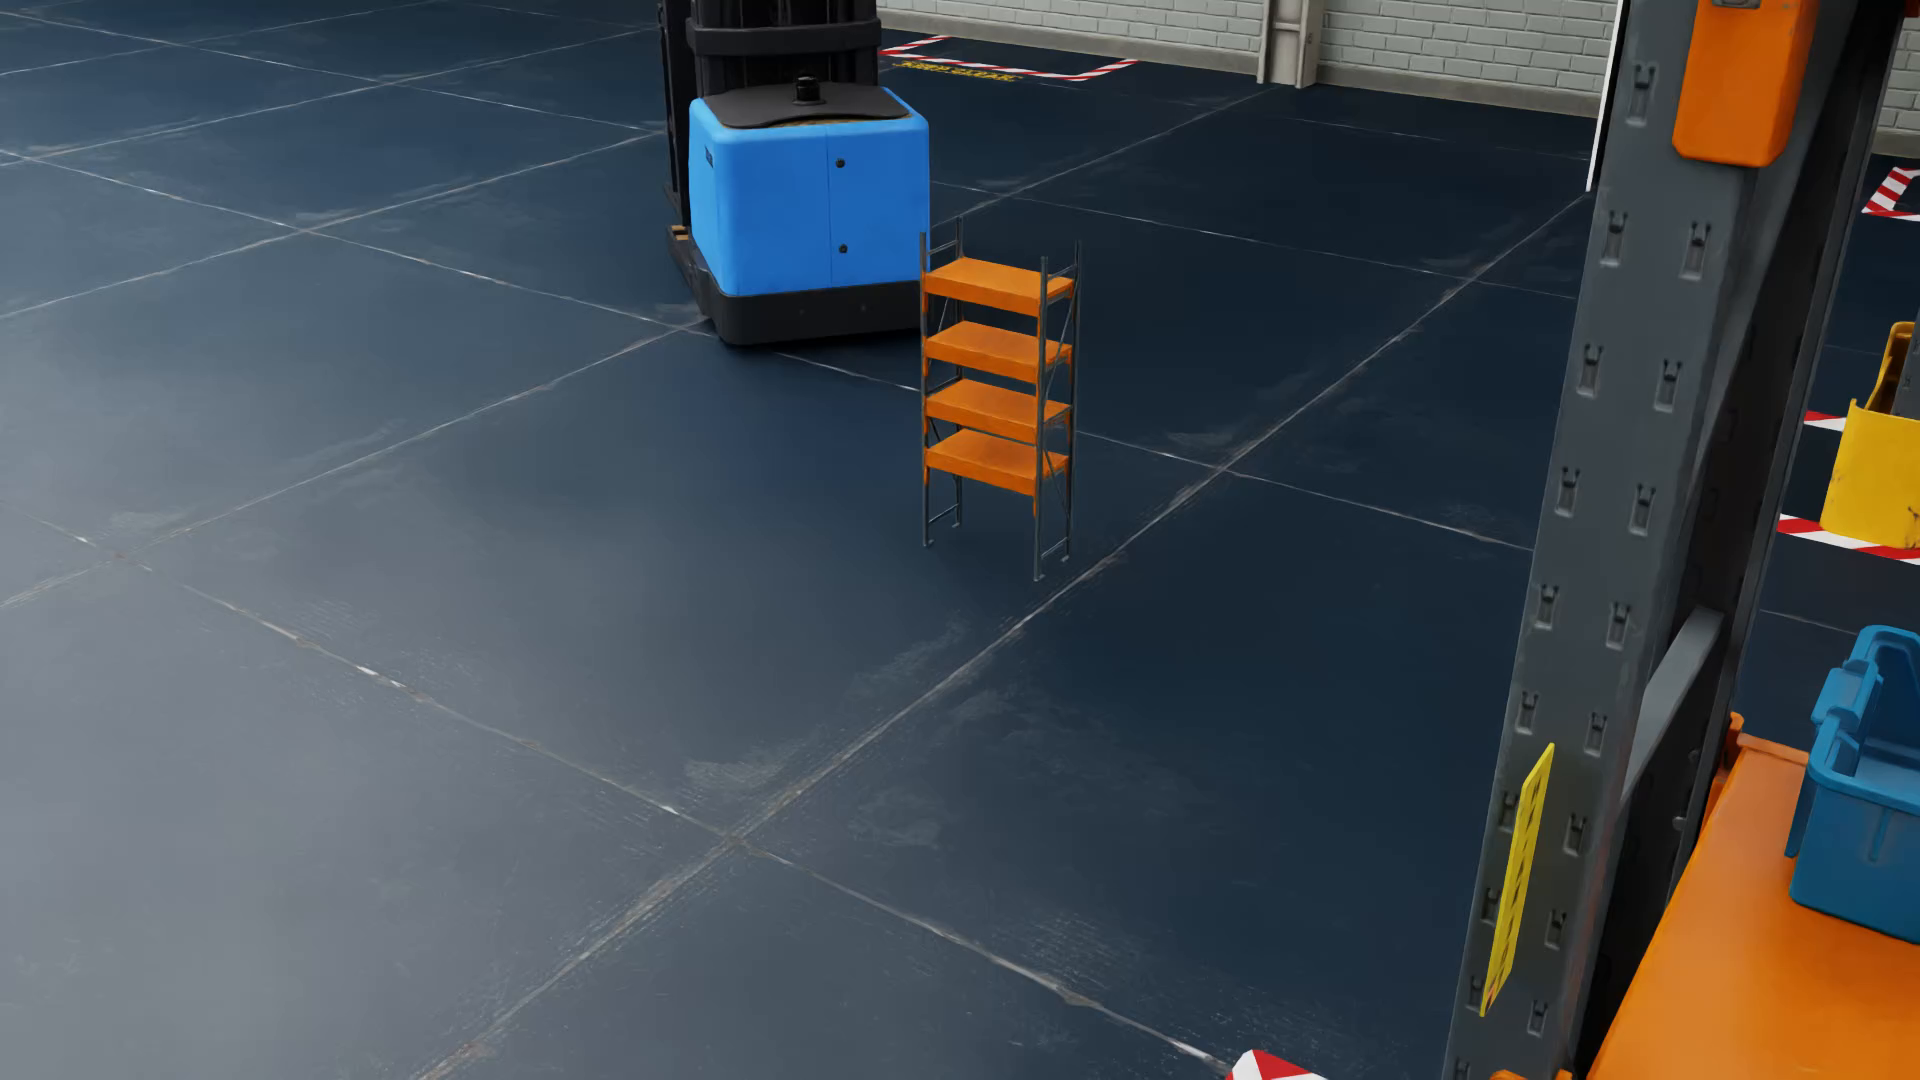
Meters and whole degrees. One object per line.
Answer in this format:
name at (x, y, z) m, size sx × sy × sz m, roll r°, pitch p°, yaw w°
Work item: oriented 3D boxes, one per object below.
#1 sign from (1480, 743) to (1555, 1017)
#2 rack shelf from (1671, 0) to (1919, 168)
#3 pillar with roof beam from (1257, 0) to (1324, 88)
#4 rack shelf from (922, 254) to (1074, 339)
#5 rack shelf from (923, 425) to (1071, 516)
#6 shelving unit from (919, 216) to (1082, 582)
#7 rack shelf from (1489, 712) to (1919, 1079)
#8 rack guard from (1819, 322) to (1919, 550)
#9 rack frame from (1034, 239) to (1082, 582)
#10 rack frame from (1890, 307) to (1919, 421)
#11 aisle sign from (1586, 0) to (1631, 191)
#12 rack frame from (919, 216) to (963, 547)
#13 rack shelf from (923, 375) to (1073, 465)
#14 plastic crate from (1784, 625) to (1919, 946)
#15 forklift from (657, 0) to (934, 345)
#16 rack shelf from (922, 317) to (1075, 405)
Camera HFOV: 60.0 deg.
sign at (0.628, 0.387, 1.877) m, size 0.005 × 0.325 × 0.100 m, roll 17°, pitch 32°, yaw 30°
rack shelf at (2.592, -0.197, 0.815) m, size 4.000 × 0.370 × 1.077 m, roll 17°, pitch 32°, yaw 30°
pillar with roof beam at (0.236, -6.147, 8.406) m, size 0.400 × 9.000 × 9.100 m, roll 17°, pitch 32°, yaw 30°
rack shelf at (0.136, -0.842, 5.716) m, size 0.480 × 0.148 × 0.258 m, roll 17°, pitch 32°, yaw 30°
rack shelf at (0.136, -0.255, 6.015) m, size 0.480 × 0.148 × 0.258 m, roll 17°, pitch 32°, yaw 30°
shelving unit at (0.136, -0.492, 5.894) m, size 0.503 × 1.200 × 0.258 m, roll 17°, pitch 32°, yaw 30°
rack shelf at (2.592, 1.140, 1.496) m, size 4.000 × 0.370 × 1.077 m, roll 17°, pitch 32°, yaw 30°
rack guard at (3.731, -0.437, 6.558) m, size 0.348 × 0.500 × 1.175 m, roll 17°, pitch 32°, yaw 30°
rack frame at (0.338, -0.430, 5.771) m, size 0.015 × 1.200 × 0.240 m, roll 17°, pitch 32°, yaw 30°
rack frame at (3.751, -1.545, 5.979) m, size 0.127 × 3.000 × 1.000 m, roll 17°, pitch 32°, yaw 30°
aisle sign at (0.718, -0.762, 1.573) m, size 0.004 × 0.787 × 0.394 m, roll 17°, pitch 32°, yaw 30°
rack frame at (-0.065, -0.555, 6.017) m, size 0.015 × 1.200 × 0.240 m, roll 17°, pitch 32°, yaw 30°
rack shelf at (0.136, -0.432, 5.925) m, size 0.480 × 0.148 × 0.258 m, roll 17°, pitch 32°, yaw 30°
plastic crate at (1.525, 0.389, 2.343) m, size 0.616 × 0.251 × 0.499 m, roll 17°, pitch 32°, yaw 30°
forklift at (-1.038, -2.884, 8.686) m, size 1.130 × 2.935 × 3.031 m, roll -8°, pitch 28°, yaw -15°
rack shelf at (0.136, -0.632, 5.823) m, size 0.480 × 0.148 × 0.258 m, roll 17°, pitch 32°, yaw 30°
